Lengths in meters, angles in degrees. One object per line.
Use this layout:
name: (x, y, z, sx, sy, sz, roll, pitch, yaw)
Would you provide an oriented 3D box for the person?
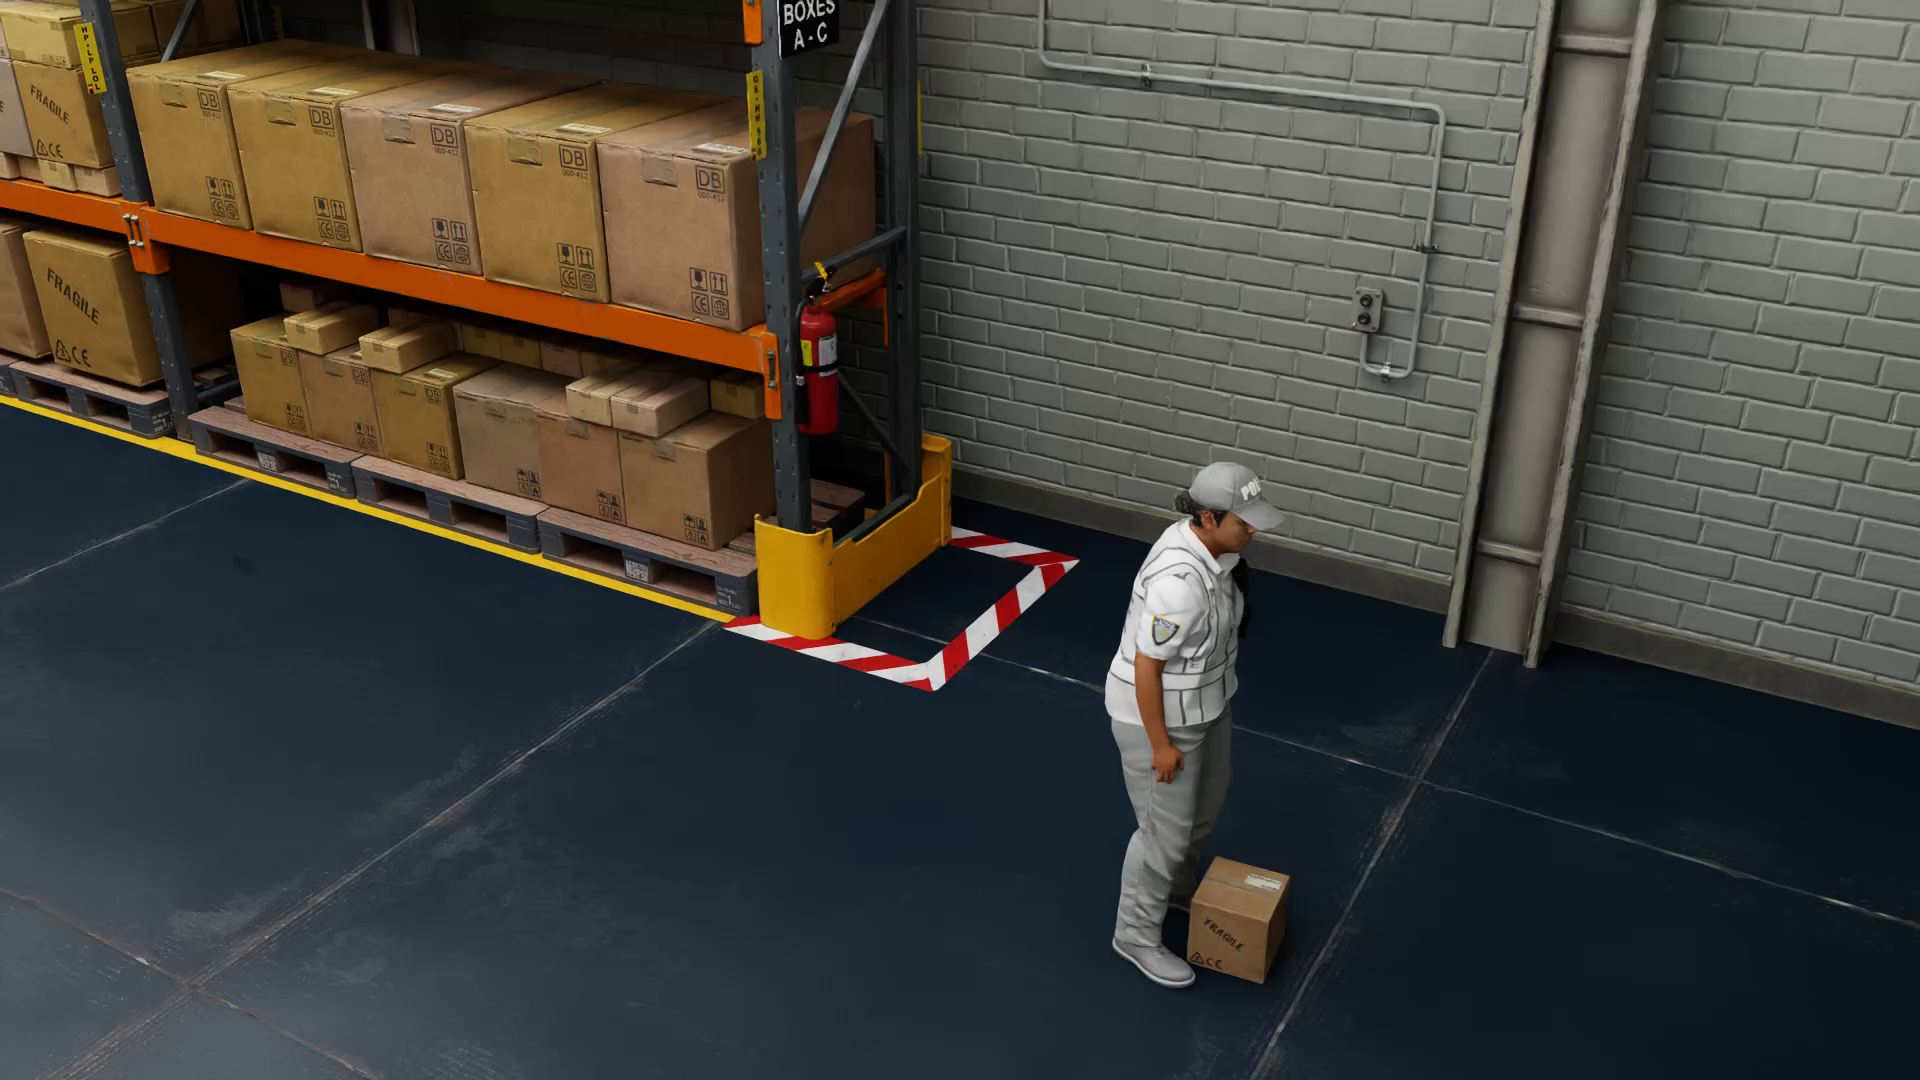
person: (0.694, 0.528, 5.059, 0.471, 1.666, 0.543, 14, 30, 26)
